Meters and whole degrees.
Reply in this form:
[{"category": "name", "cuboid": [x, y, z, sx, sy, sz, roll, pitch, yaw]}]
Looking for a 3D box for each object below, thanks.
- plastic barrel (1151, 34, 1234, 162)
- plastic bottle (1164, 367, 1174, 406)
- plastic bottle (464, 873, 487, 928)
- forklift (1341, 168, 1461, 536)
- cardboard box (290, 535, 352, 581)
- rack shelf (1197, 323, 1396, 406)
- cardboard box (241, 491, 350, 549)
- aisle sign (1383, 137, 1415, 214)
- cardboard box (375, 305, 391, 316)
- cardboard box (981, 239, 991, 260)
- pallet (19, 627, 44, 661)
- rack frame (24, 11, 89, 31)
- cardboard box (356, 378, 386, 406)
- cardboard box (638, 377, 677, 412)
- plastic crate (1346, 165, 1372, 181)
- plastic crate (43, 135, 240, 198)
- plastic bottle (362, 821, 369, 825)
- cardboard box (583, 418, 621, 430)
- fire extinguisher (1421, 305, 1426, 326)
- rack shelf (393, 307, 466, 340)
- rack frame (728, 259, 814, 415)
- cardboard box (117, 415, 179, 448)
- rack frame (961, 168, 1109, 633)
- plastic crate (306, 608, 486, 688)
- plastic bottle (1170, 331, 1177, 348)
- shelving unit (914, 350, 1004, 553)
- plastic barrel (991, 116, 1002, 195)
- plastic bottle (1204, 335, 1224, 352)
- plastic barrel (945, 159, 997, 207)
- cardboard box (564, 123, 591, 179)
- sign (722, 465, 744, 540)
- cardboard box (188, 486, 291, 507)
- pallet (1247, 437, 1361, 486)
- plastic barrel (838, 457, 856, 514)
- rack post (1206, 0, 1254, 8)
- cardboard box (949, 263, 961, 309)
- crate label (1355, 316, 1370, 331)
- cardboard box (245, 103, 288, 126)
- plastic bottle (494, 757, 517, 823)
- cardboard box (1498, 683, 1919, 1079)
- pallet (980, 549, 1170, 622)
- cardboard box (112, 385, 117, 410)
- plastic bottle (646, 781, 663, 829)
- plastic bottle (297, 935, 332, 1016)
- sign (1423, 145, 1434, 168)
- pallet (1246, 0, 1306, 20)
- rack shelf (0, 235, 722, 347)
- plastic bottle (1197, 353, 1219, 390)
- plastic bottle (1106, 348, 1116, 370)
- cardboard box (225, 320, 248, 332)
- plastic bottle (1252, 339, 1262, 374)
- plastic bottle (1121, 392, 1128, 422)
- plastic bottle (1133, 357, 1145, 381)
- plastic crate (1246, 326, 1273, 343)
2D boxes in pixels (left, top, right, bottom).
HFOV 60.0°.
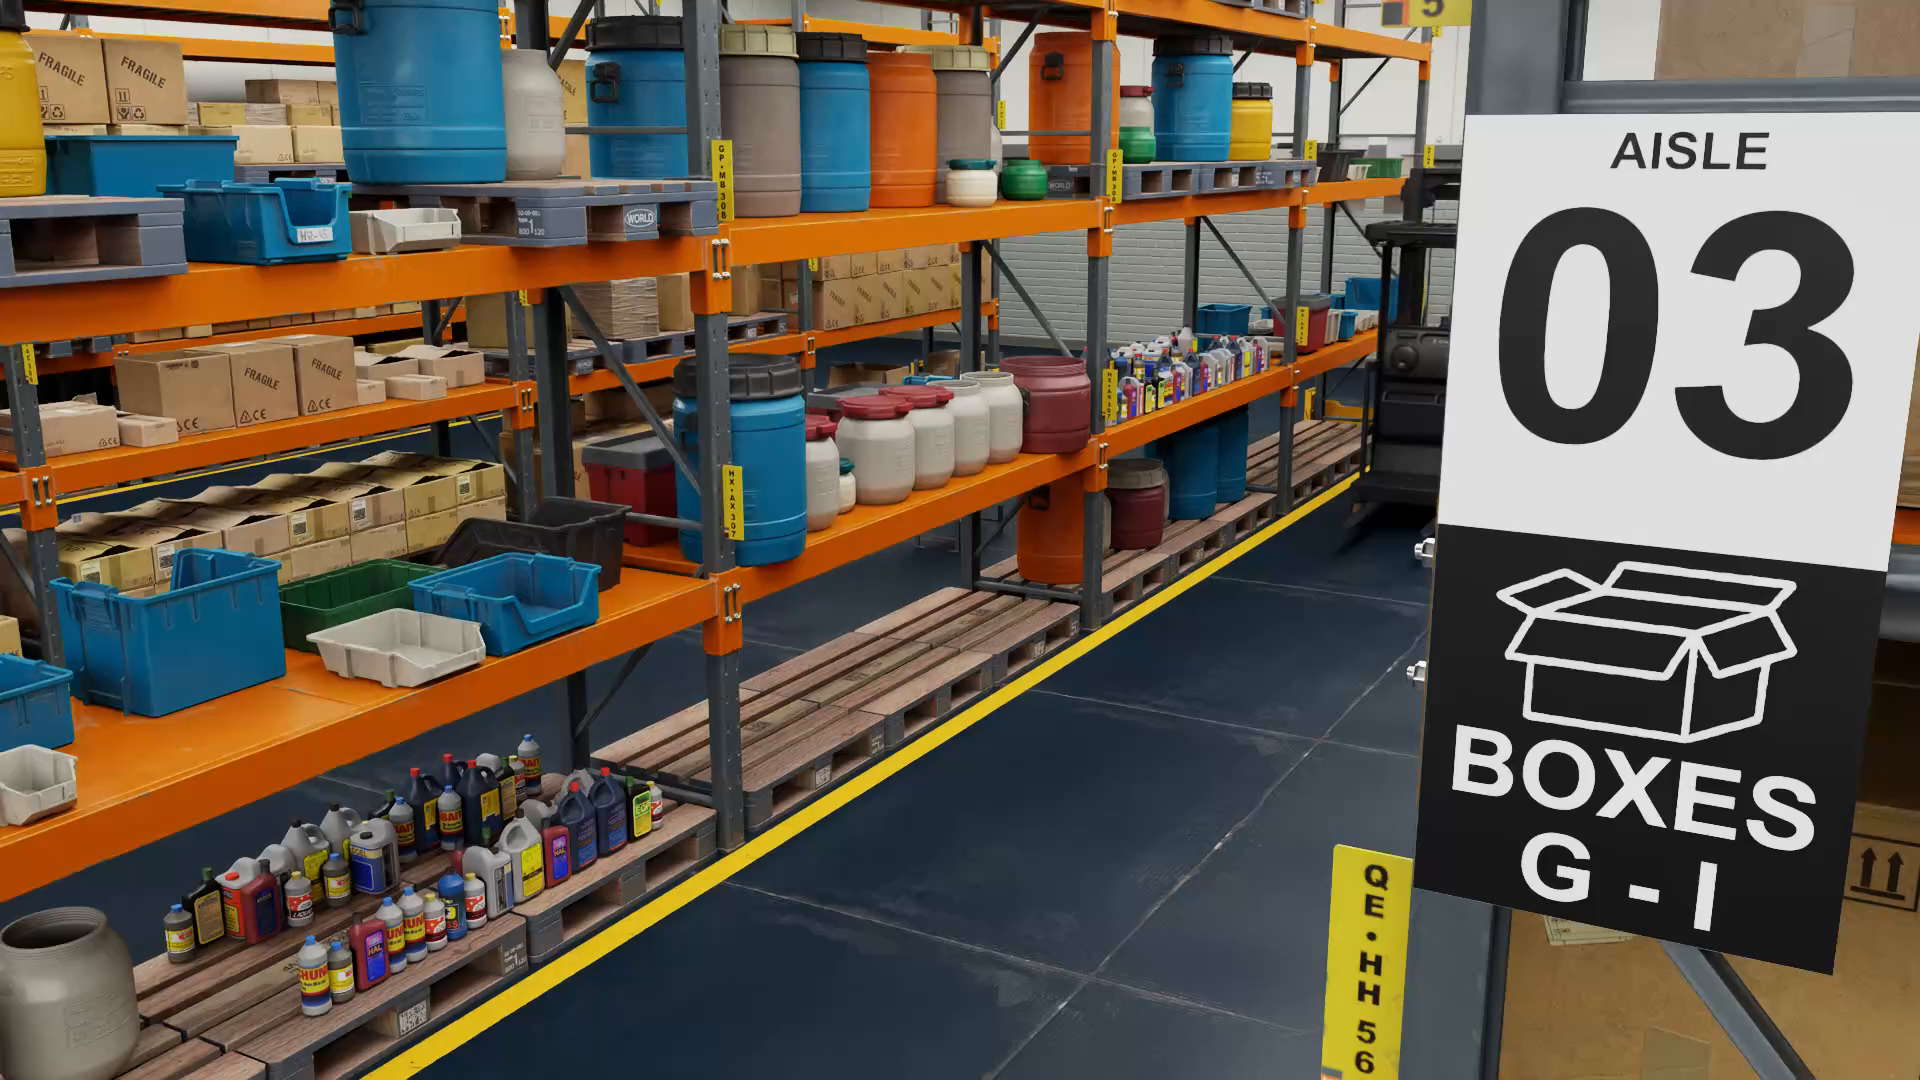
[{"category": "plastic barrel", "cuboid": [1.716, -3.272, 12.339, 0.600, 0.901, 0.708, 7, 15, 28]}, {"category": "plastic bottle", "cuboid": [1.493, -1.112, 12.022, 0.097, 0.271, 0.097, 0, 14, 0]}, {"category": "plastic bottle", "cuboid": [-1.883, 1.385, 6.419, 0.097, 0.201, 0.097, 0, 14, 0]}, {"category": "forklift", "cuboid": [3.975, -1.592, 13.885, 1.130, 2.935, 3.031, 7, 15, 26]}, {"category": "cardboard box", "cuboid": [-4.639, 0.108, 11.654, 0.500, 0.250, 0.500, 8, 16, 29]}, {"category": "rack shelf", "cuboid": [3.374, -1.794, 16.109, 1.077, 0.370, 4.000, 7, 15, 28]}, {"category": "cardboard box", "cuboid": [-4.634, -0.166, 11.596, 0.500, 0.311, 0.500, 8, 16, 30]}, {"category": "aisle sign", "cuboid": [4.632, -3.799, 17.345, 0.394, 0.787, 0.004, 7, 15, 28]}, {"category": "cardboard box", "cuboid": [-6.447, -2.539, 18.160, 0.380, 0.149, 0.250, 8, 16, 30]}, {"category": "cardboard box", "cuboid": [0.032, -3.528, 19.421, 0.500, 0.500, 0.500, 7, 15, 28]}, {"category": "pallet", "cuboid": [-5.472, 0.546, 10.818, 1.003, 0.211, 1.213, 7, 15, 28]}, {"category": "rack frame", "cuboid": [-8.199, -4.951, 14.871, 1.000, 3.000, 0.127, 7, 15, 28]}, {"category": "cardboard box", "cuboid": [-4.428, -1.084, 12.167, 0.380, 0.149, 0.250, 9, 16, 32]}, {"category": "cardboard box", "cuboid": [-2.858, -1.382, 15.659, 0.500, 0.250, 0.500, 7, 15, 28]}, {"category": "plastic crate", "cuboid": [3.559, -3.432, 15.531, 0.437, 0.136, 0.530, 7, 15, 28]}, {"category": "plastic crate", "cuboid": [-2.735, -1.147, 5.525, 0.392, 0.384, 0.575, 7, 15, 28]}, {"category": "plastic bottle", "cuboid": [-2.462, 1.267, 6.908, 0.097, 0.201, 0.097, 0, 14, 0]}, {"category": "cardboard box", "cuboid": [-3.364, -0.798, 14.837, 0.500, 0.500, 0.500, 7, 15, 26]}, {"category": "fire extinguisher", "cuboid": [4.812, -2.314, 17.694, 0.296, 0.674, 0.183, 7, 15, 28]}, {"category": "rack shelf", "cuboid": [-5.298, -2.916, 20.765, 1.077, 0.370, 4.000, 7, 15, 28]}, {"category": "rack frame", "cuboid": [-1.927, -2.295, 16.653, 1.000, 3.000, 0.127, 7, 15, 28]}, {"category": "cardboard box", "cuboid": [-5.187, -0.690, 10.533, 0.380, 0.149, 0.250, 7, 15, 28]}, {"category": "rack frame", "cuboid": [0.474, -0.913, 10.918, 1.000, 3.000, 0.127, 7, 15, 28]}, {"category": "plastic crate", "cuboid": [-2.023, 0.398, 6.044, 0.530, 0.136, 0.437, 7, 15, 28]}, {"category": "plastic bottle", "cuboid": [1.792, -1.622, 14.111, 0.061, 0.283, 0.133, 7, 15, 28]}, {"category": "shelving unit", "cuboid": [-0.003, -0.728, 13.352, 0.431, 1.500, 0.755, 7, 15, 28]}, {"category": "plastic barrel", "cuboid": [0.055, -2.396, 10.433, 0.421, 0.512, 0.421, 0, 14, 0]}, {"category": "plastic bottle", "cuboid": [2.034, -1.462, 13.303, 0.144, 0.351, 0.185, 7, 15, 28]}, {"category": "plastic barrel", "cuboid": [0.063, -2.016, 9.391, 0.301, 0.262, 0.301, 0, 14, 0]}, {"category": "cardboard box", "cuboid": [-3.433, -3.179, 13.707, 0.910, 0.500, 0.500, 7, 15, 28]}, {"category": "sign", "cuboid": [-0.984, -0.162, 7.214, 0.100, 0.325, 0.005, 7, 15, 28]}, {"category": "cardboard box", "cuboid": [-5.114, -0.222, 11.827, 0.500, 0.311, 0.500, 7, 15, 27]}, {"category": "pallet", "cuboid": [3.318, -0.784, 16.335, 1.003, 0.211, 1.213, 7, 15, 28]}, {"category": "plastic barrel", "cuboid": [-0.686, -0.279, 8.585, 0.301, 0.262, 0.301, 0, 14, 0]}, {"category": "rack post", "cuboid": [1.540, -3.977, 11.896, 0.937, 0.300, 0.954, 9, 16, 34]}, {"category": "cardboard box", "cuboid": [-0.219, -2.935, 19.094, 0.500, 0.500, 0.500, 8, 15, 29]}, {"category": "crate label", "cuboid": [3.839, -2.149, 16.483, 0.396, 0.136, 0.243, 7, 15, 28]}, {"category": "cardboard box", "cuboid": [-7.298, -4.191, 16.966, 0.700, 0.500, 0.500, 7, 15, 28]}, {"category": "plastic bottle", "cuboid": [-2.037, 1.112, 7.378, 0.061, 0.283, 0.133, 7, 15, 28]}, {"category": "cardboard box", "cuboid": [0.992, 0.470, 2.203, 0.500, 0.500, 0.500, 7, 15, 28]}, {"category": "pallet", "cuboid": [0.818, 0.277, 11.936, 1.003, 0.211, 1.213, 7, 15, 28]}, {"category": "cardboard box", "cuboid": [-7.729, -1.330, 16.341, 0.750, 0.750, 0.750, 7, 15, 27]}, {"category": "plastic bottle", "cuboid": [-1.363, 1.164, 7.336, 0.097, 0.201, 0.097, 0, 14, 0]}, {"category": "plastic bottle", "cuboid": [-2.244, 1.505, 5.775, 0.097, 0.271, 0.097, 0, 14, 0]}, {"category": "sign", "cuboid": [4.830, -3.902, 17.142, 0.100, 0.325, 0.005, 7, 15, 28]}, {"category": "pallet", "cuboid": [2.034, -4.190, 12.970, 1.003, 0.211, 1.213, 7, 15, 28]}, {"category": "rack shelf", "cuboid": [-2.427, -0.790, 5.545, 1.077, 0.370, 4.000, 7, 15, 28]}, {"category": "plastic bottle", "cuboid": [1.902, -1.302, 12.798, 0.152, 0.276, 0.135, 7, 15, 28]}, {"category": "plastic bottle", "cuboid": [1.116, -1.348, 12.828, 0.144, 0.351, 0.185, 7, 15, 28]}, {"category": "cardboard box", "cuboid": [-7.373, -2.179, 16.666, 0.380, 0.149, 0.250, 8, 16, 29]}, {"category": "plastic bottle", "cuboid": [2.428, -1.506, 13.630, 0.061, 0.283, 0.133, 7, 15, 28]}, {"category": "plastic bottle", "cuboid": [1.093, -0.909, 11.327, 0.097, 0.201, 0.097, 0, 14, 0]}, {"category": "plastic bottle", "cuboid": [1.409, -1.337, 13.103, 0.097, 0.201, 0.097, 0, 14, 0]}, {"category": "plastic crate", "cuboid": [2.713, -1.889, 15.426, 0.437, 0.125, 0.590, 7, 15, 28]}]
